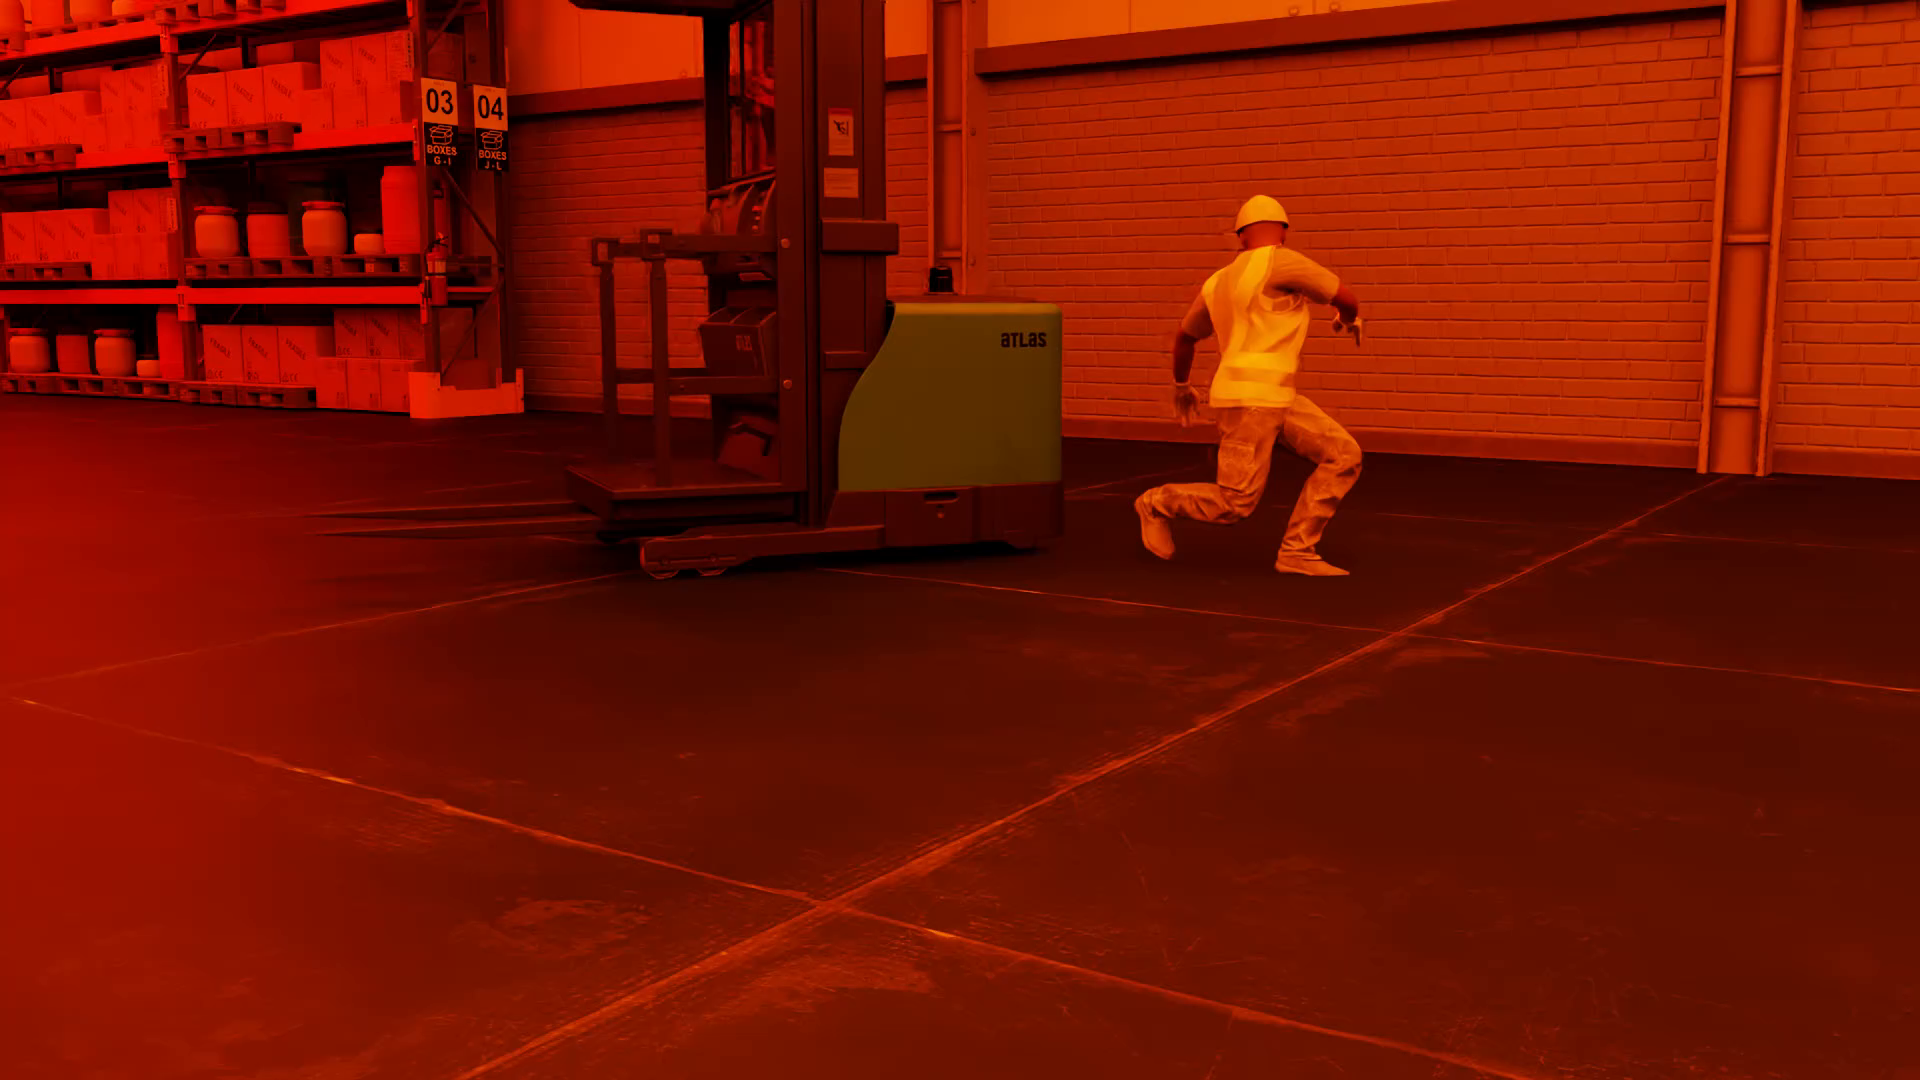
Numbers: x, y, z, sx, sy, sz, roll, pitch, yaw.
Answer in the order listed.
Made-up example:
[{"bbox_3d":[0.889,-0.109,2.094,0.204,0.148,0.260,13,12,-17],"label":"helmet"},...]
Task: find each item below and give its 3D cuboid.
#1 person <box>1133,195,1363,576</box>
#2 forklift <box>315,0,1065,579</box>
[{"bbox_3d":[1.173,-0.621,6.766,0.939,1.543,0.698,3,8,17],"label":"person"},{"bbox_3d":[-1.111,-1.381,6.901,3.031,2.935,1.130,-3,9,-23],"label":"forklift"}]
